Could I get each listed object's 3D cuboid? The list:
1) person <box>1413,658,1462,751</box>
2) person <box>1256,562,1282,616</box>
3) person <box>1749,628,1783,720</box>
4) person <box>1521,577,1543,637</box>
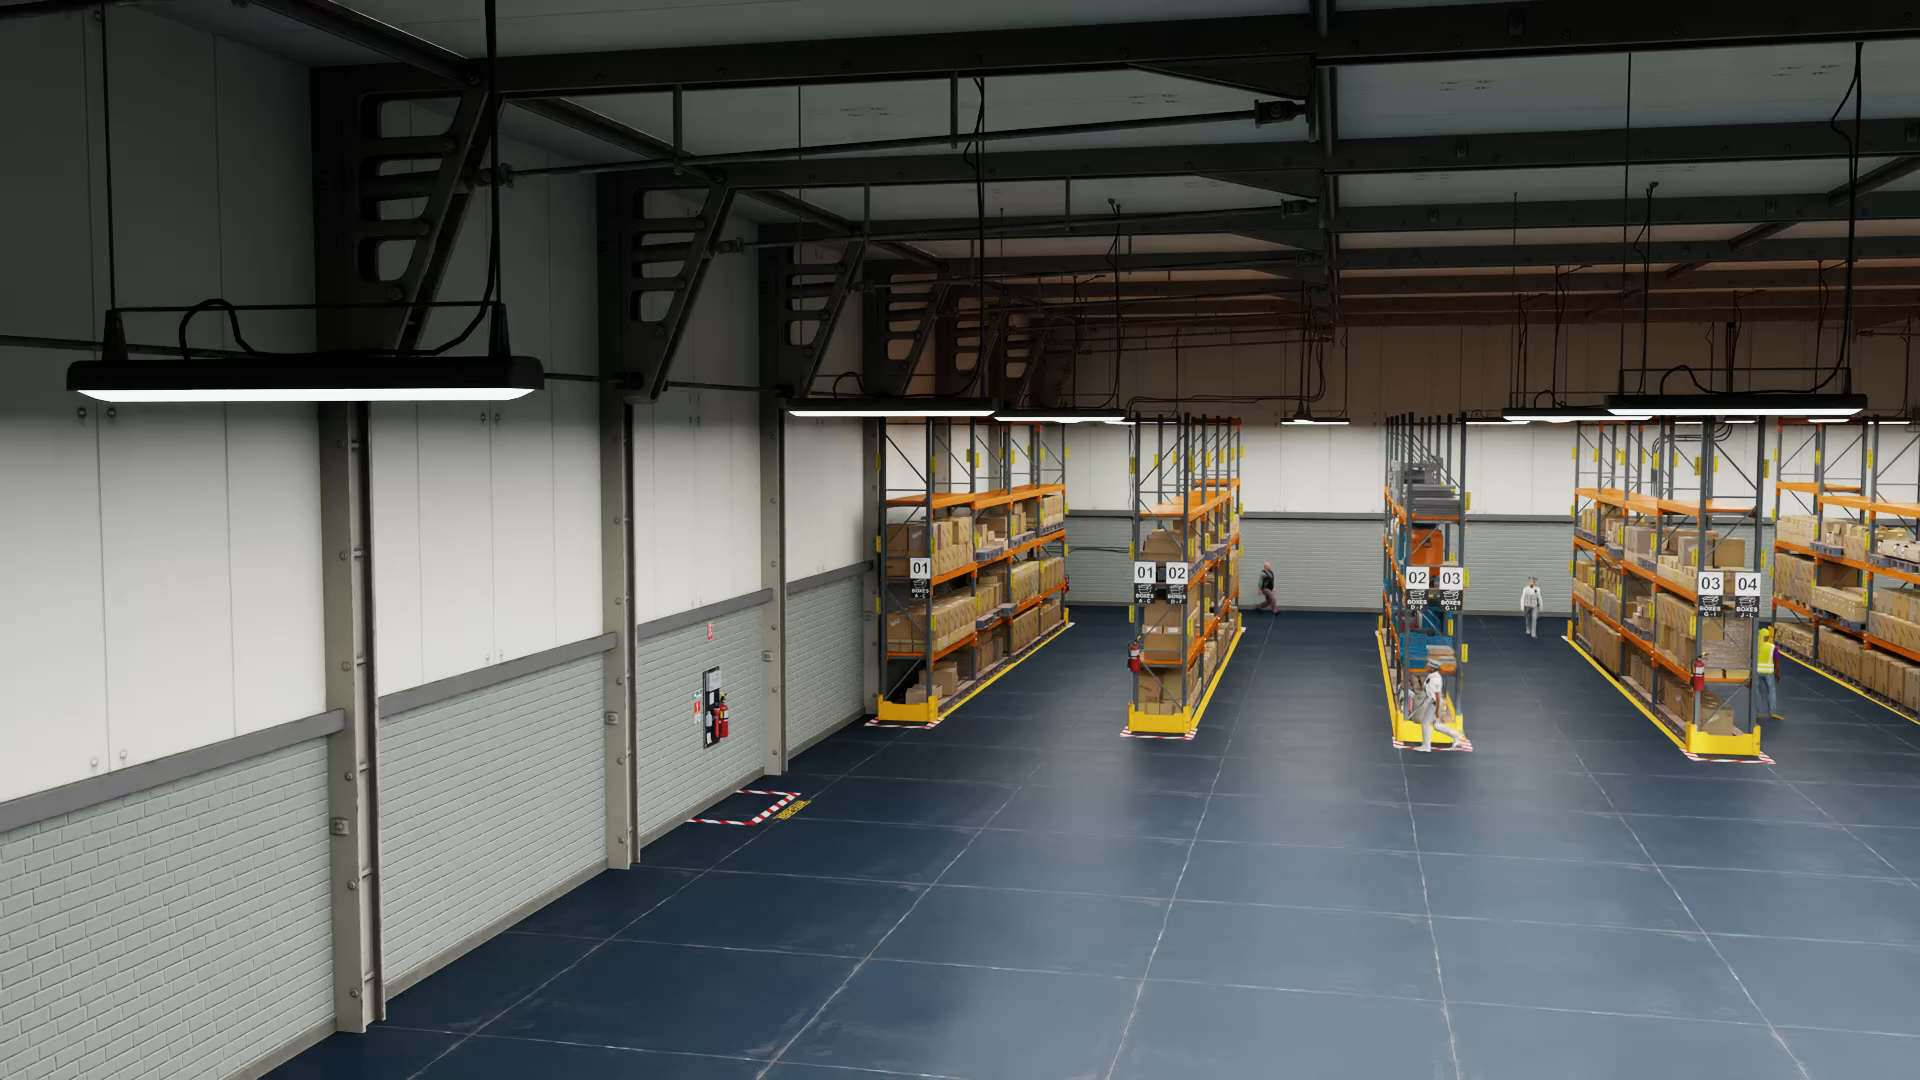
[{"bbox_3d":[8.436,2.900,29.311,0.842,1.646,0.482,1,4,11],"label":"person"},{"bbox_3d":[9.433,1.485,50.808,0.526,1.610,1.056,-4,5,-44],"label":"person"},{"bbox_3d":[15.839,2.635,32.701,0.674,1.781,0.458,2,4,23],"label":"person"},{"bbox_3d":[15.648,1.808,45.510,0.558,1.615,1.049,2,4,22],"label":"person"}]
